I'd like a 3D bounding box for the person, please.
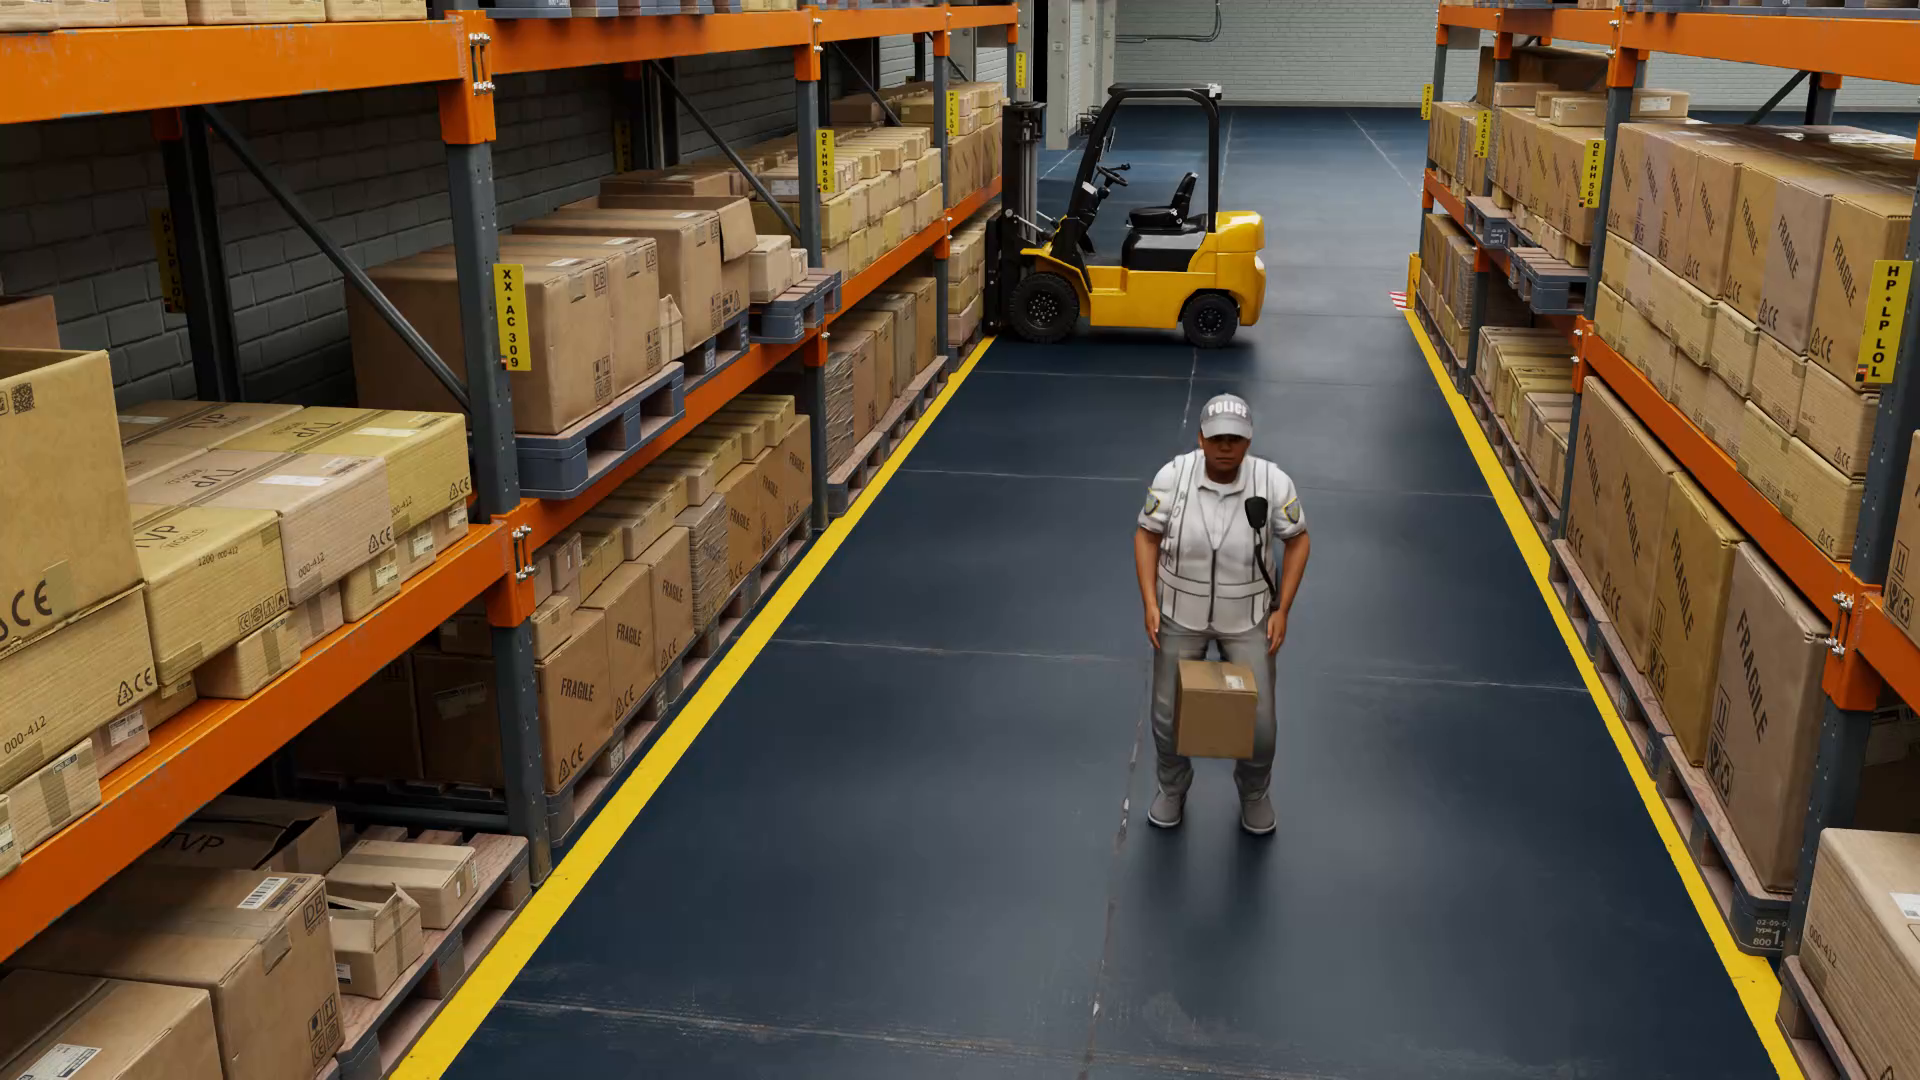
[{"bbox_3d":[0.894,0.273,5.780,0.602,1.625,0.492,4,18,12],"label":"person"}]
